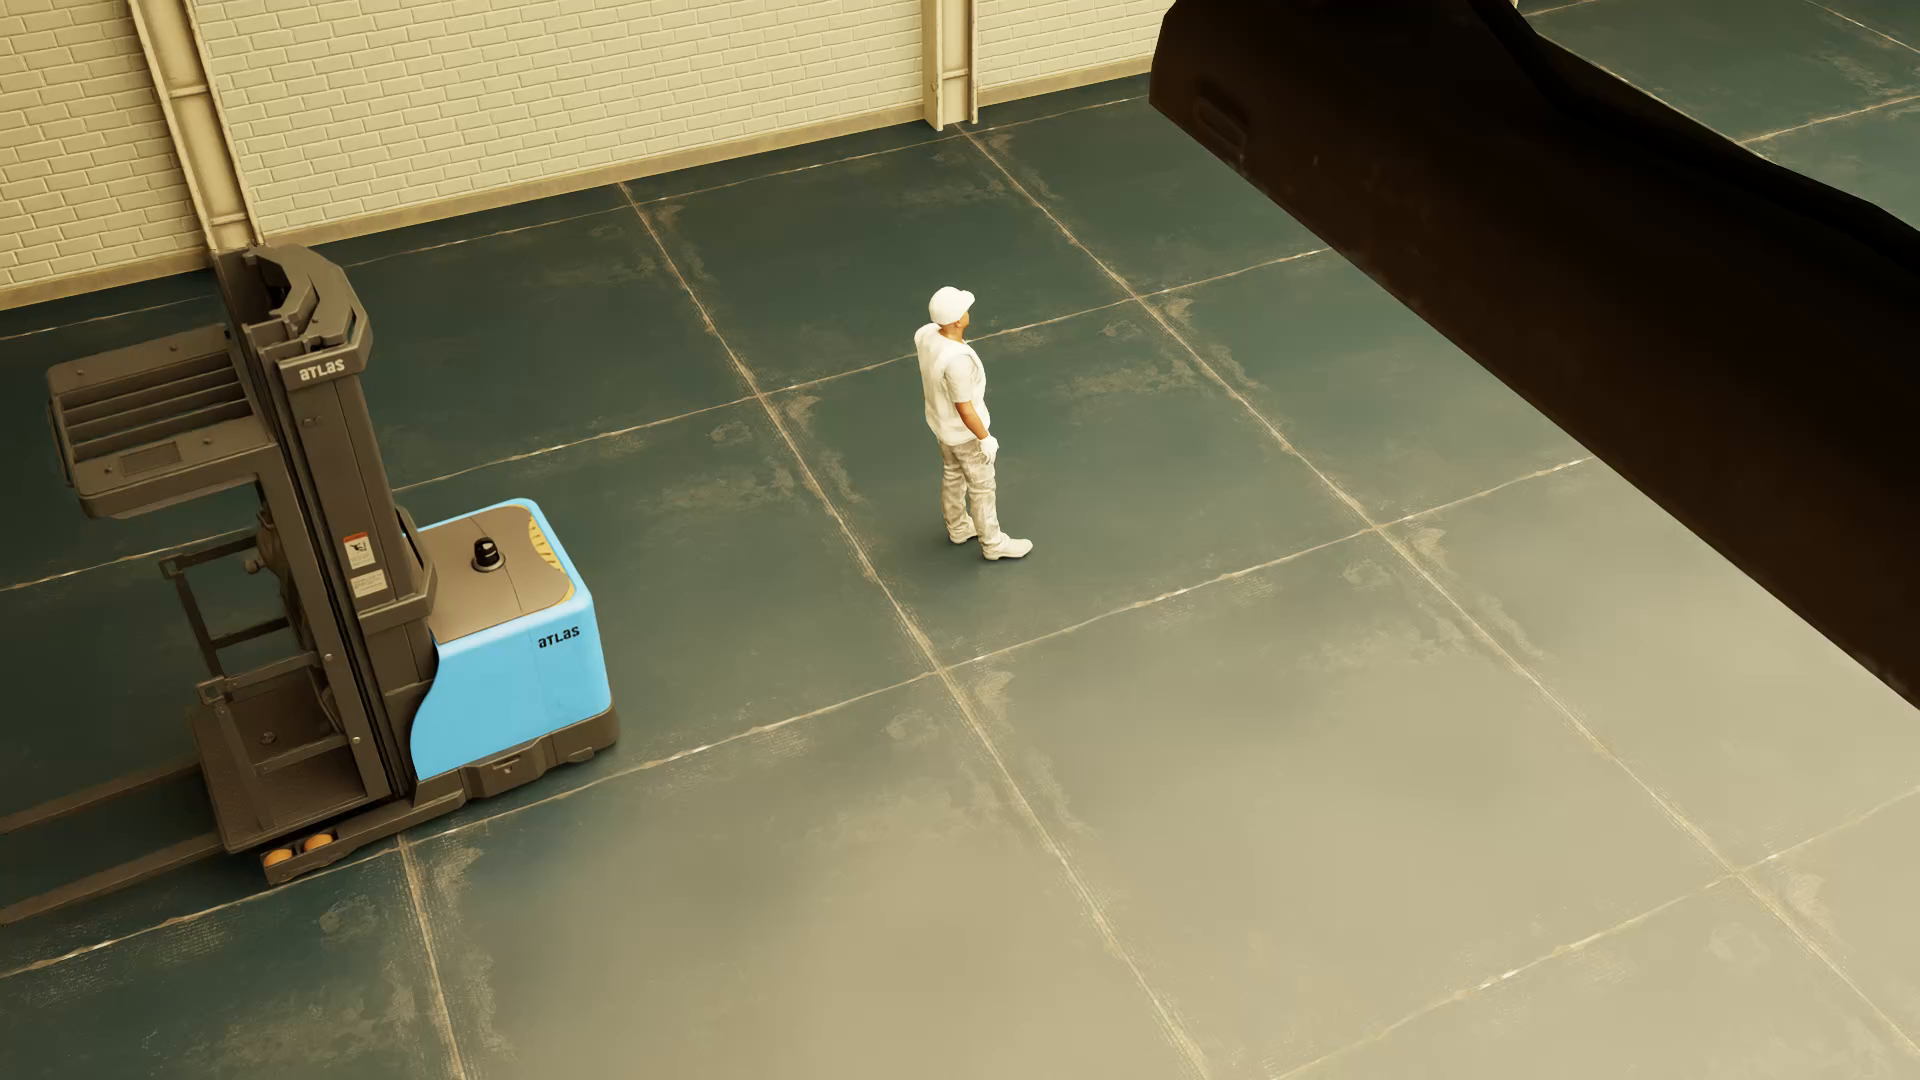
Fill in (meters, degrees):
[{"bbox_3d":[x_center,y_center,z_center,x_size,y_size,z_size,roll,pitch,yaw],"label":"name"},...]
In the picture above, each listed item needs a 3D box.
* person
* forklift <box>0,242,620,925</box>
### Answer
[{"bbox_3d":[0.069,-0.705,9.745,0.575,1.785,0.657,-17,43,-19],"label":"person"},{"bbox_3d":[-3.367,0.186,7.793,3.031,2.935,1.130,-20,44,-22],"label":"forklift"}]
